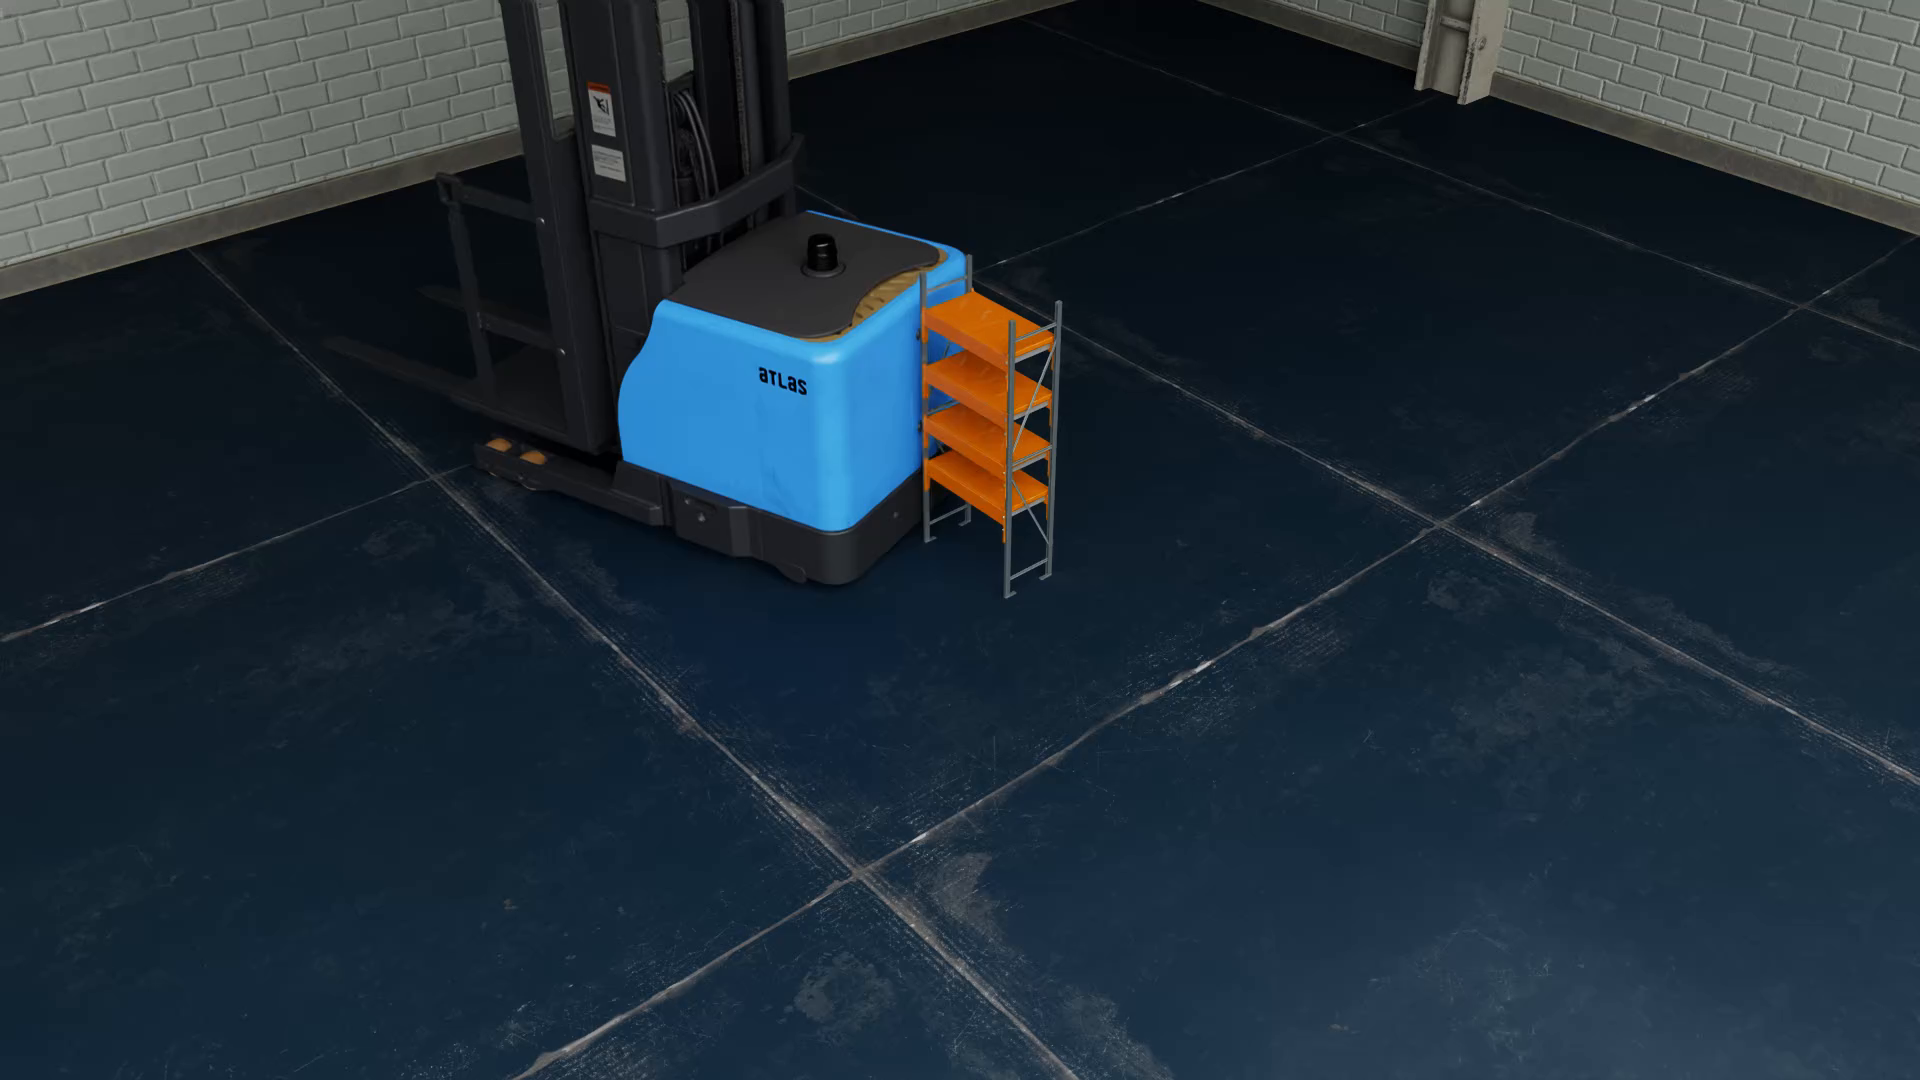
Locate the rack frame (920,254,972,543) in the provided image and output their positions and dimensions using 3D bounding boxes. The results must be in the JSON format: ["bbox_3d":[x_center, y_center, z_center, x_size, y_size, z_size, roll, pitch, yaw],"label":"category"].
[{"bbox_3d":[-0.051,-0.524,6.452,0.240,1.200,0.015,-26,43,-32],"label":"rack frame"}]

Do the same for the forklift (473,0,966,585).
[{"bbox_3d":[-1.008,-1.462,6.333,1.939,2.867,1.129,19,39,25],"label":"forklift"}]

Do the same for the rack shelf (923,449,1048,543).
[{"bbox_3d":[0.107,-0.200,6.454,0.258,0.148,0.480,-26,43,-32],"label":"rack shelf"}]

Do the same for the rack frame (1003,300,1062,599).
[{"bbox_3d":[0.264,-0.309,6.148,0.240,1.200,0.015,-26,43,-32],"label":"rack frame"}]

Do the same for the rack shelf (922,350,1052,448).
[{"bbox_3d":[0.107,-0.544,6.210,0.258,0.148,0.480,-26,43,-32],"label":"rack shelf"}]

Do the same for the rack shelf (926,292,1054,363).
[{"bbox_3d":[0.107,-0.769,6.050,0.221,0.050,0.457,-26,43,-32],"label":"rack shelf"}]
